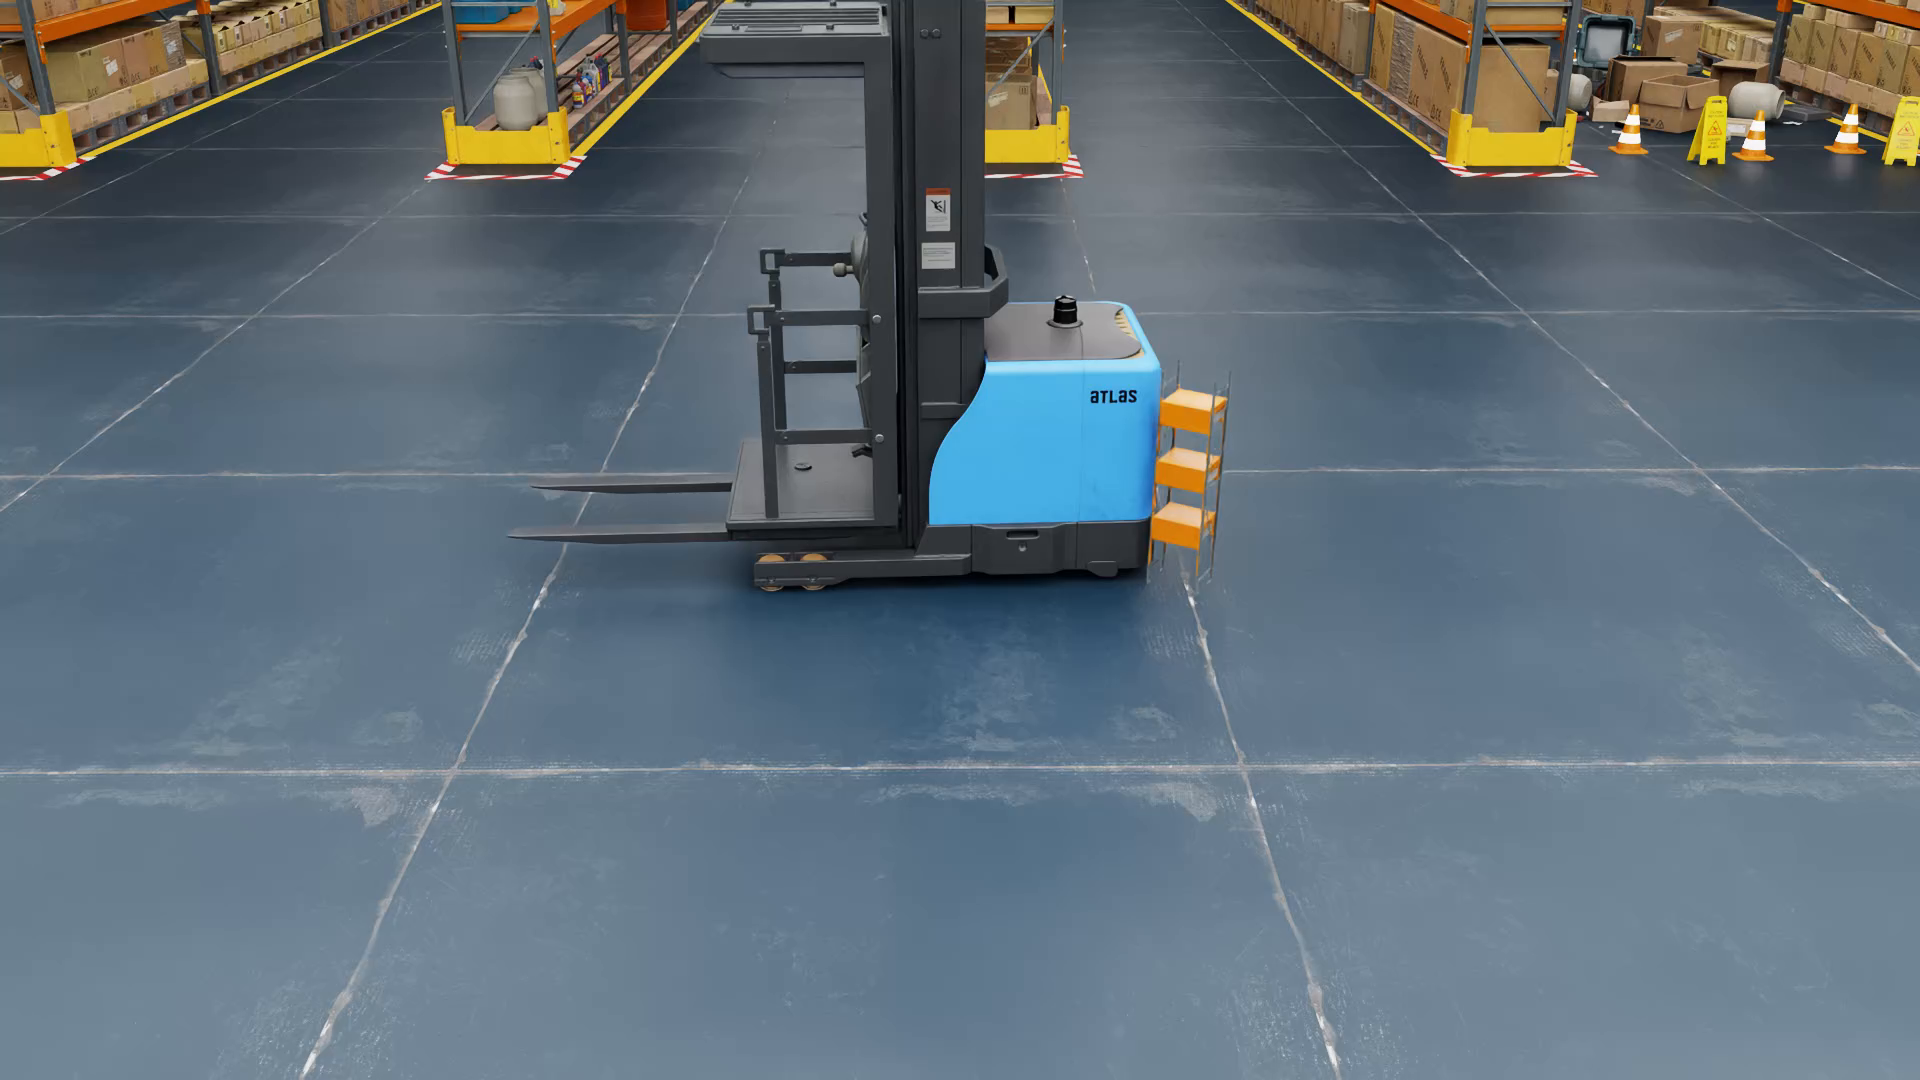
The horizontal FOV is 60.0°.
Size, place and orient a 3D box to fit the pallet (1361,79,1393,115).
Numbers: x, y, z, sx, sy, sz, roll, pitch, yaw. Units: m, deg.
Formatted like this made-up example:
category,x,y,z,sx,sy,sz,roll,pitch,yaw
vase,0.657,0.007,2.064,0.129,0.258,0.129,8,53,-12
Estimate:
category,x,y,z,sx,sy,sz,roll,pitch,yaw
pallet,5.340,-5.203,19.499,1.003,0.211,1.213,0,24,-1

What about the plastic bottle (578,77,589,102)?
category,x,y,z,sx,sy,sz,roll,pitch,yaw
plastic bottle,-4.171,-4.984,18.406,0.097,0.271,0.097,0,24,0

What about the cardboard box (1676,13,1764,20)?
category,x,y,z,sx,sy,sz,roll,pitch,yaw
cardboard box,10.327,-6.957,22.671,0.950,0.372,0.625,-1,24,-2

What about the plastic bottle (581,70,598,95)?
category,x,y,z,sx,sy,sz,roll,pitch,yaw
plastic bottle,-4.205,-5.201,18.881,0.152,0.276,0.135,0,24,0

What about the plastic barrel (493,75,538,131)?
category,x,y,z,sx,sy,sz,roll,pitch,yaw
plastic barrel,-4.543,-4.465,16.992,0.421,0.512,0.421,0,24,0

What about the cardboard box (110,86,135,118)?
category,x,y,z,sx,sy,sz,roll,pitch,yaw
cardboard box,-9.210,-4.688,17.803,0.500,0.250,0.500,0,24,-1

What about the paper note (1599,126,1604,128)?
category,x,y,z,sx,sy,sz,roll,pitch,yaw
paper note,7.054,-4.543,18.283,0.032,0.001,0.123,13,27,27

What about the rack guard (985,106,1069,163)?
category,x,y,z,sx,sy,sz,roll,pitch,yaw
rack guard,0.492,-4.051,16.600,1.175,0.500,0.348,0,24,-1

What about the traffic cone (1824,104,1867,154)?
category,x,y,z,sx,sy,sz,roll,pitch,yaw
traffic cone,9.108,-4.219,17.016,0.336,0.463,0.334,0,24,-1

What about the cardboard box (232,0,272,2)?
category,x,y,z,sx,sy,sz,roll,pitch,yaw
cardboard box,-9.788,-7.389,23.094,0.500,0.311,0.500,1,24,1

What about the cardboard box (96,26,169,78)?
category,x,y,z,sx,sy,sz,roll,pitch,yaw
cardboard box,-9.230,-5.442,18.560,0.500,0.500,0.500,0,24,-1

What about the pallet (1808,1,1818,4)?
category,x,y,z,sx,sy,sz,roll,pitch,yaw
pallet,15.228,-9.184,28.301,1.003,0.211,1.213,0,24,-1

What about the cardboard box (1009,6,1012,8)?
category,x,y,z,sx,sy,sz,roll,pitch,yaw
cardboard box,0.708,-5.678,17.469,0.380,0.149,0.250,0,24,-1

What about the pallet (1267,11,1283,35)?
category,x,y,z,sx,sy,sz,roll,pitch,yaw
pallet,5.349,-7.989,25.657,1.003,0.211,1.213,0,24,-1

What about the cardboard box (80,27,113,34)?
category,x,y,z,sx,sy,sz,roll,pitch,yaw
cardboard box,-9.753,-5.440,18.554,0.500,0.500,0.500,0,24,-1

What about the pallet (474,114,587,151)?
category,x,y,z,sx,sy,sz,roll,pitch,yaw
pallet,-4.511,-4.232,17.351,1.003,0.211,1.213,0,24,-1

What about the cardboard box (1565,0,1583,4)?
category,x,y,z,sx,sy,sz,roll,pitch,yaw
cardboard box,10.358,-9.116,26.835,0.875,0.875,0.875,0,24,1

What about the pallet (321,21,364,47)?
category,x,y,z,sx,sy,sz,roll,pitch,yaw
pallet,-9.470,-7.449,24.465,1.003,0.211,1.213,0,24,-1

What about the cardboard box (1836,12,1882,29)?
category,x,y,z,sx,sy,sz,roll,pitch,yaw
cardboard box,10.050,-5.808,18.583,0.380,0.149,0.250,1,24,2

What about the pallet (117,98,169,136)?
category,x,y,z,sx,sy,sz,roll,pitch,yaw
pallet,-9.473,-4.662,18.301,1.003,0.211,1.213,0,24,-1

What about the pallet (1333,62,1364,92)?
category,x,y,z,sx,sy,sz,roll,pitch,yaw
pallet,5.326,-5.835,20.895,1.003,0.211,1.213,0,24,-1

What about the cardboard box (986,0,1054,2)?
category,x,y,z,sx,sy,sz,roll,pitch,yaw
cardboard box,0.515,-5.567,16.436,0.875,0.500,0.500,0,24,-1

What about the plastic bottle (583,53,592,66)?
category,x,y,z,sx,sy,sz,roll,pitch,yaw
plastic bottle,-4.352,-5.513,19.481,0.144,0.351,0.185,0,24,-1

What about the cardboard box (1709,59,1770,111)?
category,x,y,z,sx,sy,sz,roll,pitch,yaw
cardboard box,9.010,-5.266,19.284,0.500,0.500,0.500,19,30,35

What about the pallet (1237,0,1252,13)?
category,x,y,z,sx,sy,sz,roll,pitch,yaw
pallet,5.280,-9.090,28.093,1.003,0.211,1.213,0,24,-1

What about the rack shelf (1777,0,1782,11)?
category,x,y,z,sx,sy,sz,roll,pitch,yaw
rack shelf,10.337,-7.348,21.729,1.077,0.370,4.000,0,24,-1

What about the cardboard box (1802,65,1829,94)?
category,x,y,z,sx,sy,sz,roll,pitch,yaw
cardboard box,10.112,-5.326,19.213,0.500,0.250,0.500,1,24,2

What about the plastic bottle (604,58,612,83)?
category,x,y,z,sx,sy,sz,roll,pitch,yaw
plastic bottle,-4.168,-5.551,19.645,0.061,0.283,0.133,1,24,2

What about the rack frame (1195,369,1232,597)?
category,x,y,z,sx,sy,sz,roll,pitch,yaw
rack frame,1.146,-0.250,7.528,0.008,1.050,0.200,14,28,26

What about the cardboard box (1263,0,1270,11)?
category,x,y,z,sx,sy,sz,roll,pitch,yaw
cardboard box,5.073,-8.613,26.177,0.500,0.500,0.500,1,24,2

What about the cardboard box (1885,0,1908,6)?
category,x,y,z,sx,sy,sz,roll,pitch,yaw
cardboard box,10.101,-5.769,17.670,0.380,0.149,0.250,-1,24,-1

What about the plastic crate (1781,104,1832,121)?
category,x,y,z,sx,sy,sz,roll,pitch,yaw
plastic crate,9.556,-4.871,18.922,0.402,0.080,0.583,-9,26,-19

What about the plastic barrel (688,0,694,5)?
category,x,y,z,sx,sy,sz,roll,pitch,yaw
plastic barrel,-4.602,-9.092,26.750,0.600,0.901,0.708,0,24,-1

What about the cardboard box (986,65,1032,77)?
category,x,y,z,sx,sy,sz,roll,pitch,yaw
cardboard box,0.462,-4.715,17.558,0.500,0.500,0.500,6,25,13

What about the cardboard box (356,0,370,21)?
category,x,y,z,sx,sy,sz,roll,pitch,yaw
cardboard box,-9.231,-8.085,24.986,0.500,0.500,0.500,-1,24,-1

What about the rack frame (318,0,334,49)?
category,x,y,z,sx,sy,sz,roll,pitch,yaw
rack frame,-9.500,-8.412,23.210,1.000,3.000,0.127,0,24,-1

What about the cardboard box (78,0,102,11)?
category,x,y,z,sx,sy,sz,roll,pitch,yaw
cardboard box,-9.415,-5.775,17.257,0.700,0.500,0.500,0,24,0

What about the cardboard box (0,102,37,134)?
category,x,y,z,sx,sy,sz,roll,pitch,yaw
cardboard box,-9.714,-4.274,16.887,0.500,0.250,0.500,0,24,-1

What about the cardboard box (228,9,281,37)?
category,x,y,z,sx,sy,sz,roll,pitch,yaw
cardboard box,-9.230,-6.763,21.710,0.500,0.311,0.500,0,24,1

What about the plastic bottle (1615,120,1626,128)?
category,x,y,z,sx,sy,sz,roll,pitch,yaw
plastic bottle,7.295,-4.565,18.269,0.133,0.061,0.283,-9,26,-19

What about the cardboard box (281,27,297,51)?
category,x,y,z,sx,sy,sz,roll,pitch,yaw
cardboard box,-9.239,-6.715,22.285,0.500,0.250,0.500,0,24,1

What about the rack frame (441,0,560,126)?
category,x,y,z,sx,sy,sz,roll,pitch,yaw
rack frame,-4.460,-5.136,15.967,1.000,3.000,0.127,0,24,-1

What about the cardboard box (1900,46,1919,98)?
category,x,y,z,sx,sy,sz,roll,pitch,yaw
cardboard box,10.133,-4.812,17.168,0.500,0.500,0.500,0,24,0

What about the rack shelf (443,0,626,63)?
category,x,y,z,sx,sy,sz,roll,pitch,yaw
rack shelf,-4.481,-5.633,17.937,1.077,0.370,4.000,0,24,-1

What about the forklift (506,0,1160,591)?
category,x,y,z,sx,sy,sz,roll,pitch,yaw
forklift,-0.621,-1.322,7.616,3.031,2.935,1.130,-1,24,-3

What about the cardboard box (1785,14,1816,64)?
category,x,y,z,sx,sy,sz,roll,pitch,yaw
cardboard box,10.095,-5.887,19.544,0.500,0.500,0.500,1,24,2

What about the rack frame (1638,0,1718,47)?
category,x,y,z,sx,sy,sz,roll,pitch,yaw
rack frame,10.315,-8.500,23.403,1.000,3.000,0.127,0,24,-1

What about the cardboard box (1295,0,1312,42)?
category,x,y,z,sx,sy,sz,roll,pitch,yaw
cardboard box,5.283,-7.351,23.083,1.050,0.750,0.750,-1,24,-1

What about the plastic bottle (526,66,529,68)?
category,x,y,z,sx,sy,sz,roll,pitch,yaw
plastic bottle,-4.947,-5.267,19.018,0.061,0.283,0.133,1,24,2

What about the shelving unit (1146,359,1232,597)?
category,x,y,z,sx,sy,sz,roll,pitch,yaw
shelving unit,1.039,-0.277,7.582,0.252,1.050,0.215,14,28,26

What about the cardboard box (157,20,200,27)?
category,x,y,z,sx,sy,sz,roll,pitch,yaw
cardboard box,-9.759,-6.338,20.770,0.500,0.311,0.500,0,24,1

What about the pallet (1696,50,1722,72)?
category,x,y,z,sx,sy,sz,roll,pitch,yaw
pallet,10.333,-6.406,22.157,1.003,0.211,1.213,0,24,-1

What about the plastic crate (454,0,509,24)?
category,x,y,z,sx,sy,sz,roll,pitch,yaw
plastic crate,-4.764,-5.274,16.451,0.499,0.251,0.616,0,24,-1

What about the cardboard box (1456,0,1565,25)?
category,x,y,z,sx,sy,sz,roll,pitch,yaw
cardboard box,5.404,-5.360,16.280,0.875,0.550,0.550,0,24,-1
